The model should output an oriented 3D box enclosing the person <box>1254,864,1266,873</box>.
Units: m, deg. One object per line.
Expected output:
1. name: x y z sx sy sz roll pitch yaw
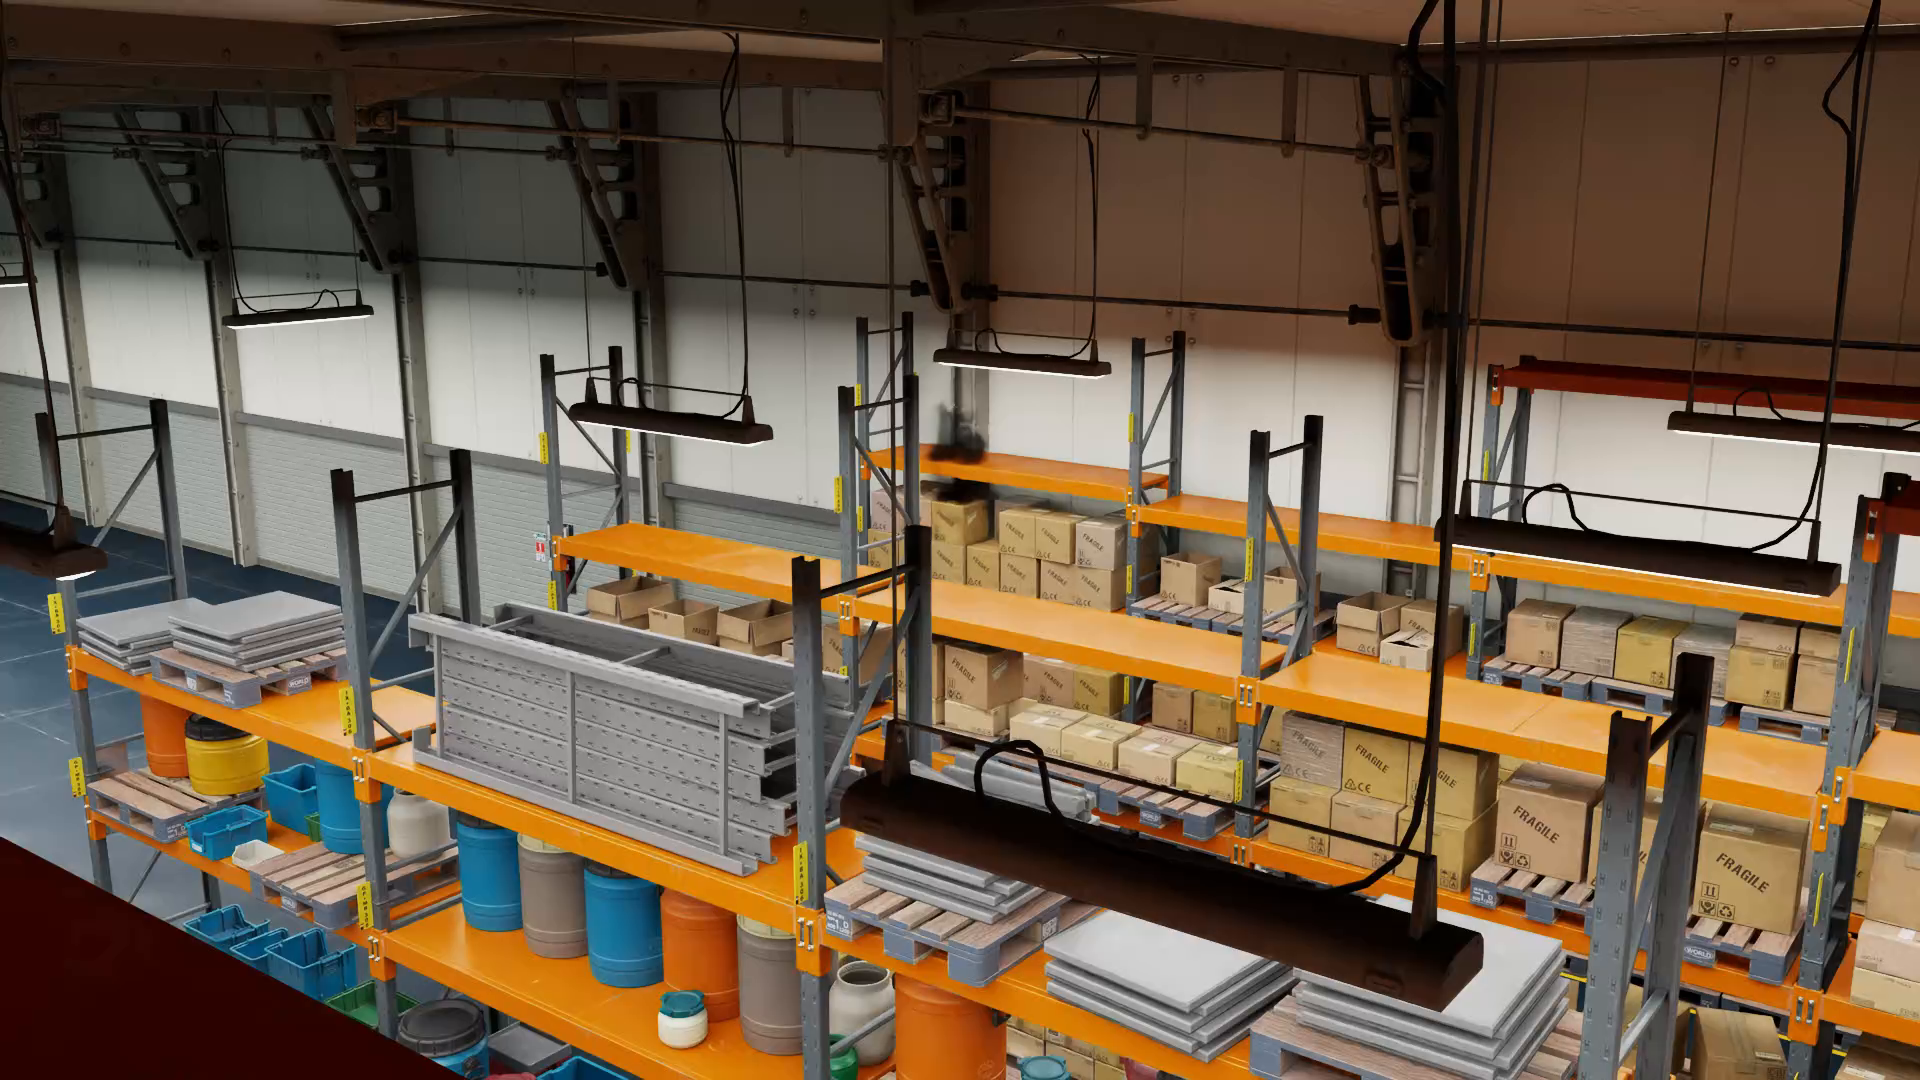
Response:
1. person: 2.684 3.655 15.972 0.703 1.639 0.503 6 14 24
